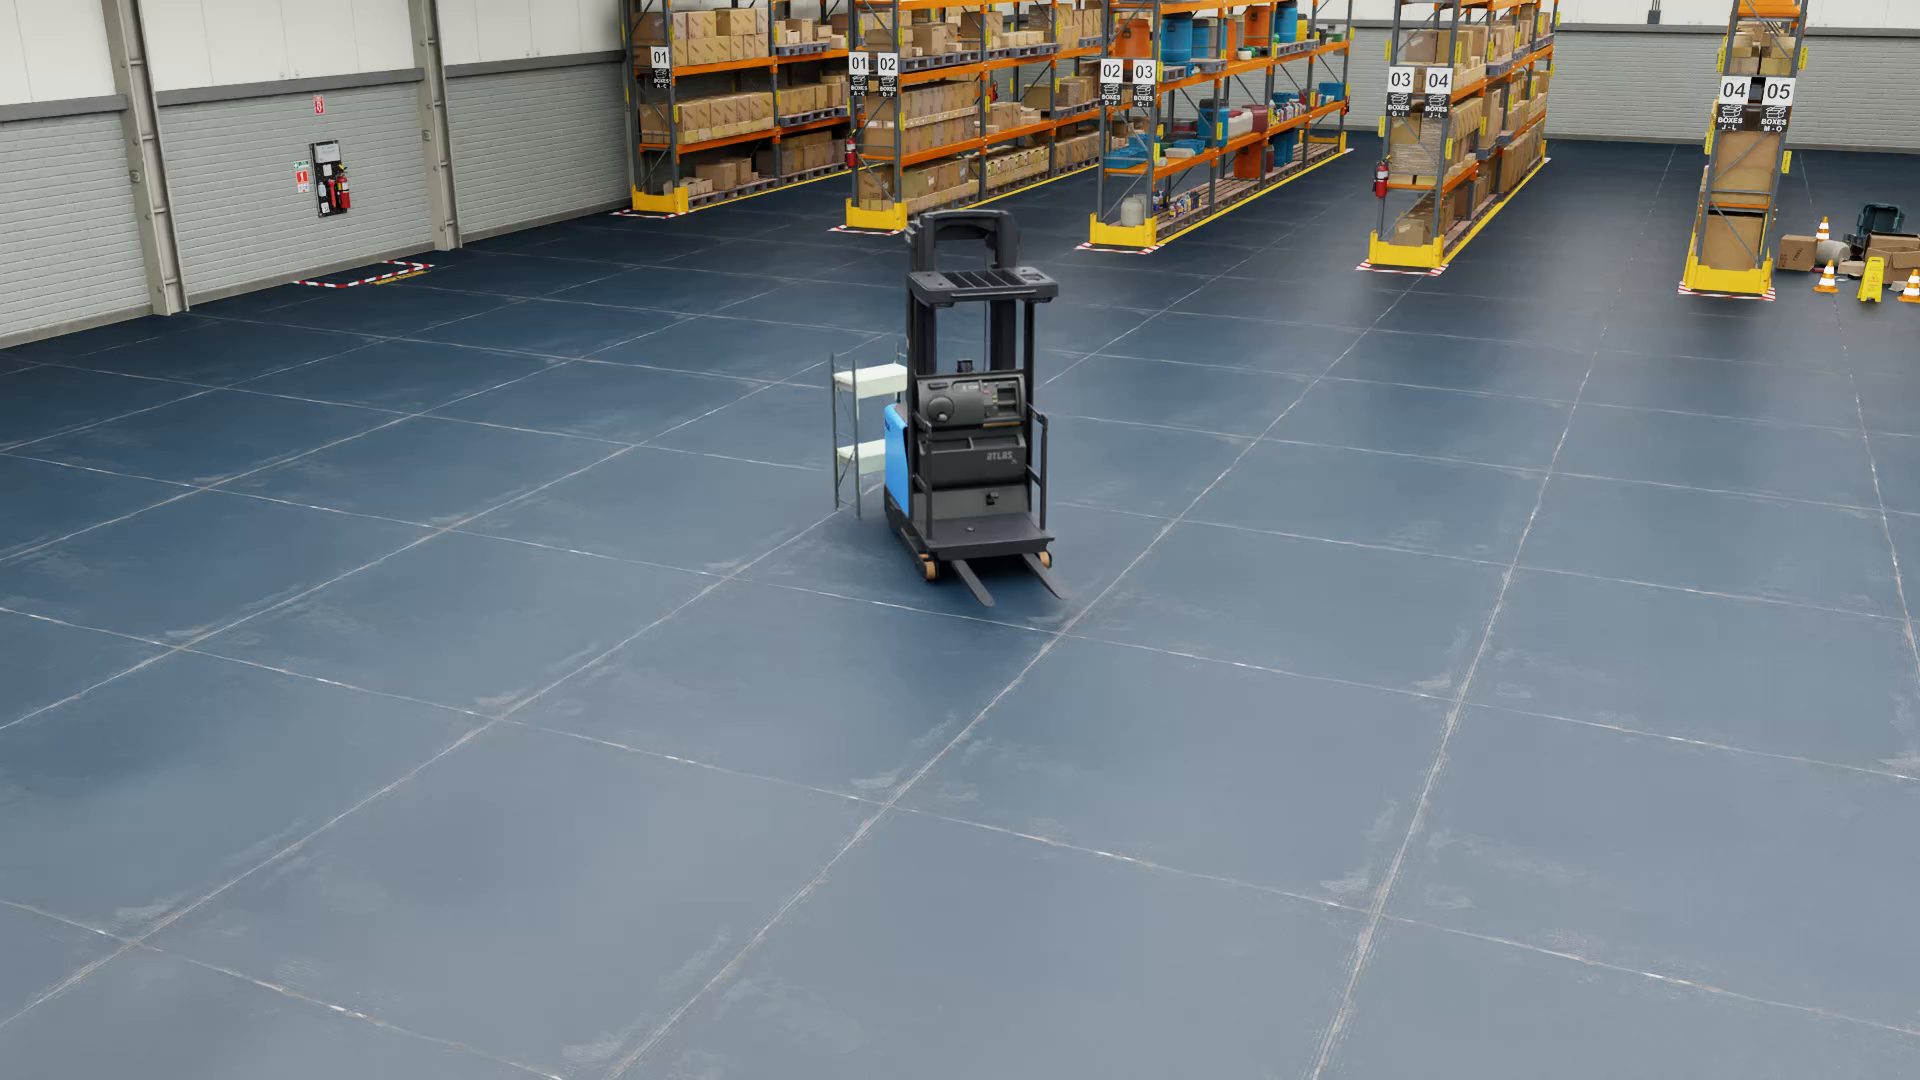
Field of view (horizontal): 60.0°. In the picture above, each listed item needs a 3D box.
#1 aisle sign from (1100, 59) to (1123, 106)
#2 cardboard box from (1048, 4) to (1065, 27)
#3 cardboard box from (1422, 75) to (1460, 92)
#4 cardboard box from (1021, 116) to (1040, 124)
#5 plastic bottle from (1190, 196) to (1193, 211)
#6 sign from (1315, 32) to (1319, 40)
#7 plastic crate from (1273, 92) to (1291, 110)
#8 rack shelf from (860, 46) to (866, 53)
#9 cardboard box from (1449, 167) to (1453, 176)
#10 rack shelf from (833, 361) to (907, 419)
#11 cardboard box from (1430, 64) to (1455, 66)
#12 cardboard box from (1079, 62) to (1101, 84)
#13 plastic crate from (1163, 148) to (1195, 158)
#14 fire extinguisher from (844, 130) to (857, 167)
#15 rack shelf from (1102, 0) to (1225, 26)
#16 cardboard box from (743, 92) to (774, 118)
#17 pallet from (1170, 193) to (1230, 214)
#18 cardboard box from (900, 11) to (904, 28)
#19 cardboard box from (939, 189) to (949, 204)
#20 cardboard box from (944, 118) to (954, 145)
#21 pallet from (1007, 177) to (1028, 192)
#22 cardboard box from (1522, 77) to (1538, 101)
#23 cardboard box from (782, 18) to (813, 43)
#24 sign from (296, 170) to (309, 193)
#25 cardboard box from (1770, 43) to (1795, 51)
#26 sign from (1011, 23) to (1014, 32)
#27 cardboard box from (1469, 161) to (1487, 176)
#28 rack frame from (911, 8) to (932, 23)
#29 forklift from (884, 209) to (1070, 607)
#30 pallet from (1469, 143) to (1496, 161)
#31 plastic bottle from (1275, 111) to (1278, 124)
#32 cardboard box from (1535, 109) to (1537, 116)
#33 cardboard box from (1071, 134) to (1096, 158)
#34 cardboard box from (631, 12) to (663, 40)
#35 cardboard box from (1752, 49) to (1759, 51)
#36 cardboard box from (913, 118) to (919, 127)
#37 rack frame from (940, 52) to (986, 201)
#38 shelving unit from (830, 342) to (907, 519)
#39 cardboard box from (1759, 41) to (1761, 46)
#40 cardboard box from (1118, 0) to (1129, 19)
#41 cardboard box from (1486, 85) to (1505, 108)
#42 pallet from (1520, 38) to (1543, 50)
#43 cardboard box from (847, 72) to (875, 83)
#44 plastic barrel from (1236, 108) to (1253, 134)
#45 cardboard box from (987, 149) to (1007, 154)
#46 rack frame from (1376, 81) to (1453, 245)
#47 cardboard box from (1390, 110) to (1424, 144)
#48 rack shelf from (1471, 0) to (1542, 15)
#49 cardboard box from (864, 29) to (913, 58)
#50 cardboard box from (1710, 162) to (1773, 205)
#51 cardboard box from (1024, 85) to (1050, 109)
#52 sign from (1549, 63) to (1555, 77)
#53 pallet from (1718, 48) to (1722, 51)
[{"bbox_3d":[2.636,-7.960,28.949,0.394,0.787,0.004,9,21,23],"label":"aisle sign"},{"bbox_3d":[2.088,-12.063,38.247,0.500,0.500,0.500,9,21,23],"label":"cardboard box"},{"bbox_3d":[7.888,-7.491,27.258,0.500,0.250,0.500,9,22,24],"label":"cardboard box"},{"bbox_3d":[1.579,-9.412,37.285,0.380,0.149,0.250,9,21,23],"label":"cardboard box"},{"bbox_3d":[4.467,-6.516,32.165,0.061,0.283,0.133,10,22,26],"label":"plastic bottle"},{"bbox_3d":[8.352,-11.726,38.929,0.100,0.325,0.005,9,21,23],"label":"sign"},{"bbox_3d":[7.731,-10.595,40.172,0.392,0.384,0.575,9,21,23],"label":"plastic crate"},{"bbox_3d":[-2.007,-12.207,41.368,1.077,0.370,4.000,9,21,23],"label":"rack shelf"},{"bbox_3d":[8.295,-6.356,28.693,0.380,0.149,0.250,9,21,23],"label":"cardboard box"},{"bbox_3d":[-0.773,-1.399,15.443,0.720,0.370,0.431,-14,23,-35],"label":"rack shelf"},{"bbox_3d":[7.964,-7.780,27.474,0.380,0.149,0.250,8,21,22],"label":"cardboard box"},{"bbox_3d":[3.304,-11.774,41.911,0.500,0.500,0.500,9,21,23],"label":"cardboard box"},{"bbox_3d":[4.141,-7.284,31.321,0.530,0.136,0.437,9,21,23],"label":"plastic crate"},{"bbox_3d":[-2.053,-7.389,31.337,0.296,0.674,0.183,9,21,23],"label":"fire extinguisher"},{"bbox_3d":[3.756,-9.627,30.233,1.077,0.370,4.000,9,21,23],"label":"rack shelf"},{"bbox_3d":[-4.375,-9.404,35.963,0.500,0.500,0.500,8,21,23],"label":"cardboard box"},{"bbox_3d":[4.861,-6.871,33.927,1.003,0.211,1.213,9,21,23],"label":"pallet"},{"bbox_3d":[-1.817,-12.979,41.658,0.700,0.500,0.500,8,21,22],"label":"cardboard box"},{"bbox_3d":[-0.543,-6.891,33.300,0.500,0.250,0.500,9,21,23],"label":"cardboard box"},{"bbox_3d":[-0.538,-8.216,33.398,0.700,0.500,0.500,9,21,24],"label":"cardboard box"},{"bbox_3d":[0.822,-7.911,36.852,1.003,0.211,1.213,9,21,23],"label":"pallet"},{"bbox_3d":[13.007,-10.389,38.319,0.500,0.500,0.500,9,21,23],"label":"cardboard box"},{"bbox_3d":[-3.662,-11.490,37.502,0.500,0.500,0.500,8,21,21],"label":"cardboard box"},{"bbox_3d":[-10.428,-5.686,26.381,0.001,0.329,0.234,9,21,23],"label":"sign"},{"bbox_3d":[12.888,-7.688,25.995,0.380,0.149,0.250,8,21,22],"label":"cardboard box"},{"bbox_3d":[1.201,-11.575,37.744,0.100,0.325,0.005,9,21,23],"label":"sign"},{"bbox_3d":[10.276,-7.493,33.469,0.500,0.250,0.500,11,22,29],"label":"cardboard box"},{"bbox_3d":[-1.188,-14.571,42.464,1.000,3.000,0.127,9,21,23],"label":"rack frame"},{"bbox_3d":[0.154,-1.179,13.863,1.130,2.935,3.031,-5,20,-14],"label":"forklift"},{"bbox_3d":[9.539,-7.383,31.492,1.003,0.211,1.213,9,21,23],"label":"pallet"},{"bbox_3d":[7.065,-9.442,37.169,0.061,0.283,0.133,9,21,23],"label":"plastic bottle"},{"bbox_3d":[13.324,-10.028,39.018,0.380,0.149,0.250,9,21,23],"label":"cardboard box"},{"bbox_3d":[2.977,-9.602,40.519,0.500,0.500,0.500,9,21,23],"label":"cardboard box"},{"bbox_3d":[-6.164,-10.185,32.935,0.500,0.500,0.500,10,22,25],"label":"cardboard box"},{"bbox_3d":[12.710,-7.856,27.063,0.500,0.250,0.500,8,21,22],"label":"cardboard box"},{"bbox_3d":[-1.015,-7.998,31.817,0.380,0.149,0.250,9,21,23],"label":"cardboard box"},{"bbox_3d":[0.057,-8.620,34.684,1.000,3.000,0.127,9,21,23],"label":"rack frame"},{"bbox_3d":[-0.769,-1.030,15.569,0.755,1.500,0.431,-14,23,-35],"label":"shelving unit"},{"bbox_3d":[15.692,-9.370,32.166,0.500,0.500,0.500,9,21,23],"label":"cardboard box"},{"bbox_3d":[3.832,-13.285,41.682,0.700,0.500,0.500,9,21,23],"label":"cardboard box"},{"bbox_3d":[11.045,-9.224,34.735,0.797,0.503,0.637,9,22,25],"label":"cardboard box"},{"bbox_3d":[12.714,-11.325,37.947,1.003,0.211,1.213,9,21,23],"label":"pallet"},{"bbox_3d":[-2.393,-11.184,40.150,0.500,0.250,0.500,9,22,24],"label":"cardboard box"},{"bbox_3d":[5.986,-8.871,35.223,0.421,0.512,0.421,0,20,0],"label":"plastic barrel"},{"bbox_3d":[0.794,-8.572,37.190,0.500,0.311,0.500,8,21,21],"label":"cardboard box"},{"bbox_3d":[7.455,-6.037,27.421,1.000,3.000,0.127,9,21,23],"label":"rack frame"},{"bbox_3d":[7.455,-6.897,27.755,0.500,0.500,0.500,9,21,23],"label":"cardboard box"},{"bbox_3d":[11.550,-11.393,35.199,1.077,0.370,4.000,9,21,23],"label":"rack shelf"},{"bbox_3d":[-1.342,-9.298,31.125,0.797,0.503,0.637,10,22,26],"label":"cardboard box"},{"bbox_3d":[12.050,-5.516,25.731,0.875,0.550,0.550,9,21,23],"label":"cardboard box"},{"bbox_3d":[1.850,-10.296,38.620,0.700,0.500,0.500,2,20,4],"label":"cardboard box"},{"bbox_3d":[14.497,-11.507,40.719,0.100,0.325,0.005,9,21,23],"label":"sign"},{"bbox_3d":[16.503,-10.145,34.774,1.213,0.211,1.003,9,21,23],"label":"pallet"}]
